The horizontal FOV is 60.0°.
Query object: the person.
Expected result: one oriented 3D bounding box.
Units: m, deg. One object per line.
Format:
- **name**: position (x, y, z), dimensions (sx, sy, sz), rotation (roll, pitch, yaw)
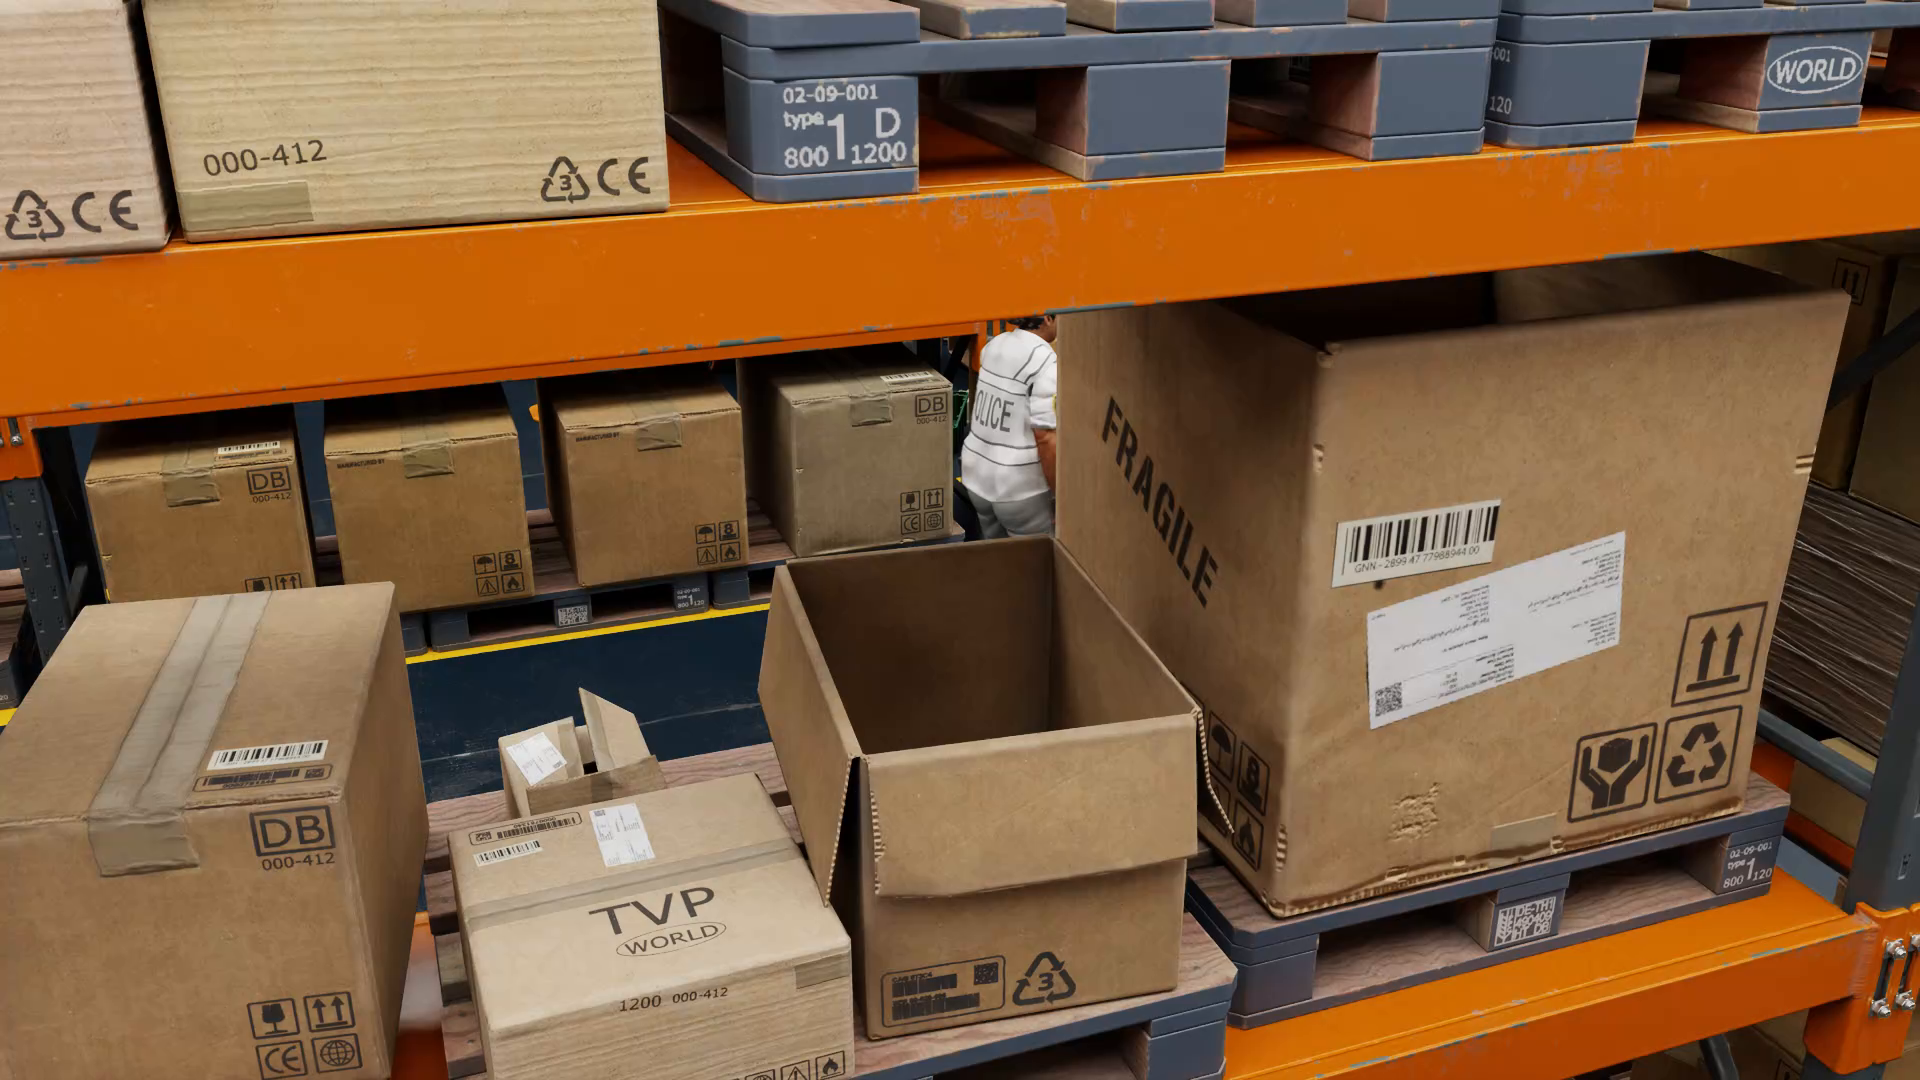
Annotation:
- **person**: position (0.273, -0.216, 6.601), dimensions (0.472, 1.666, 0.547), rotation (-13, 26, -29)
